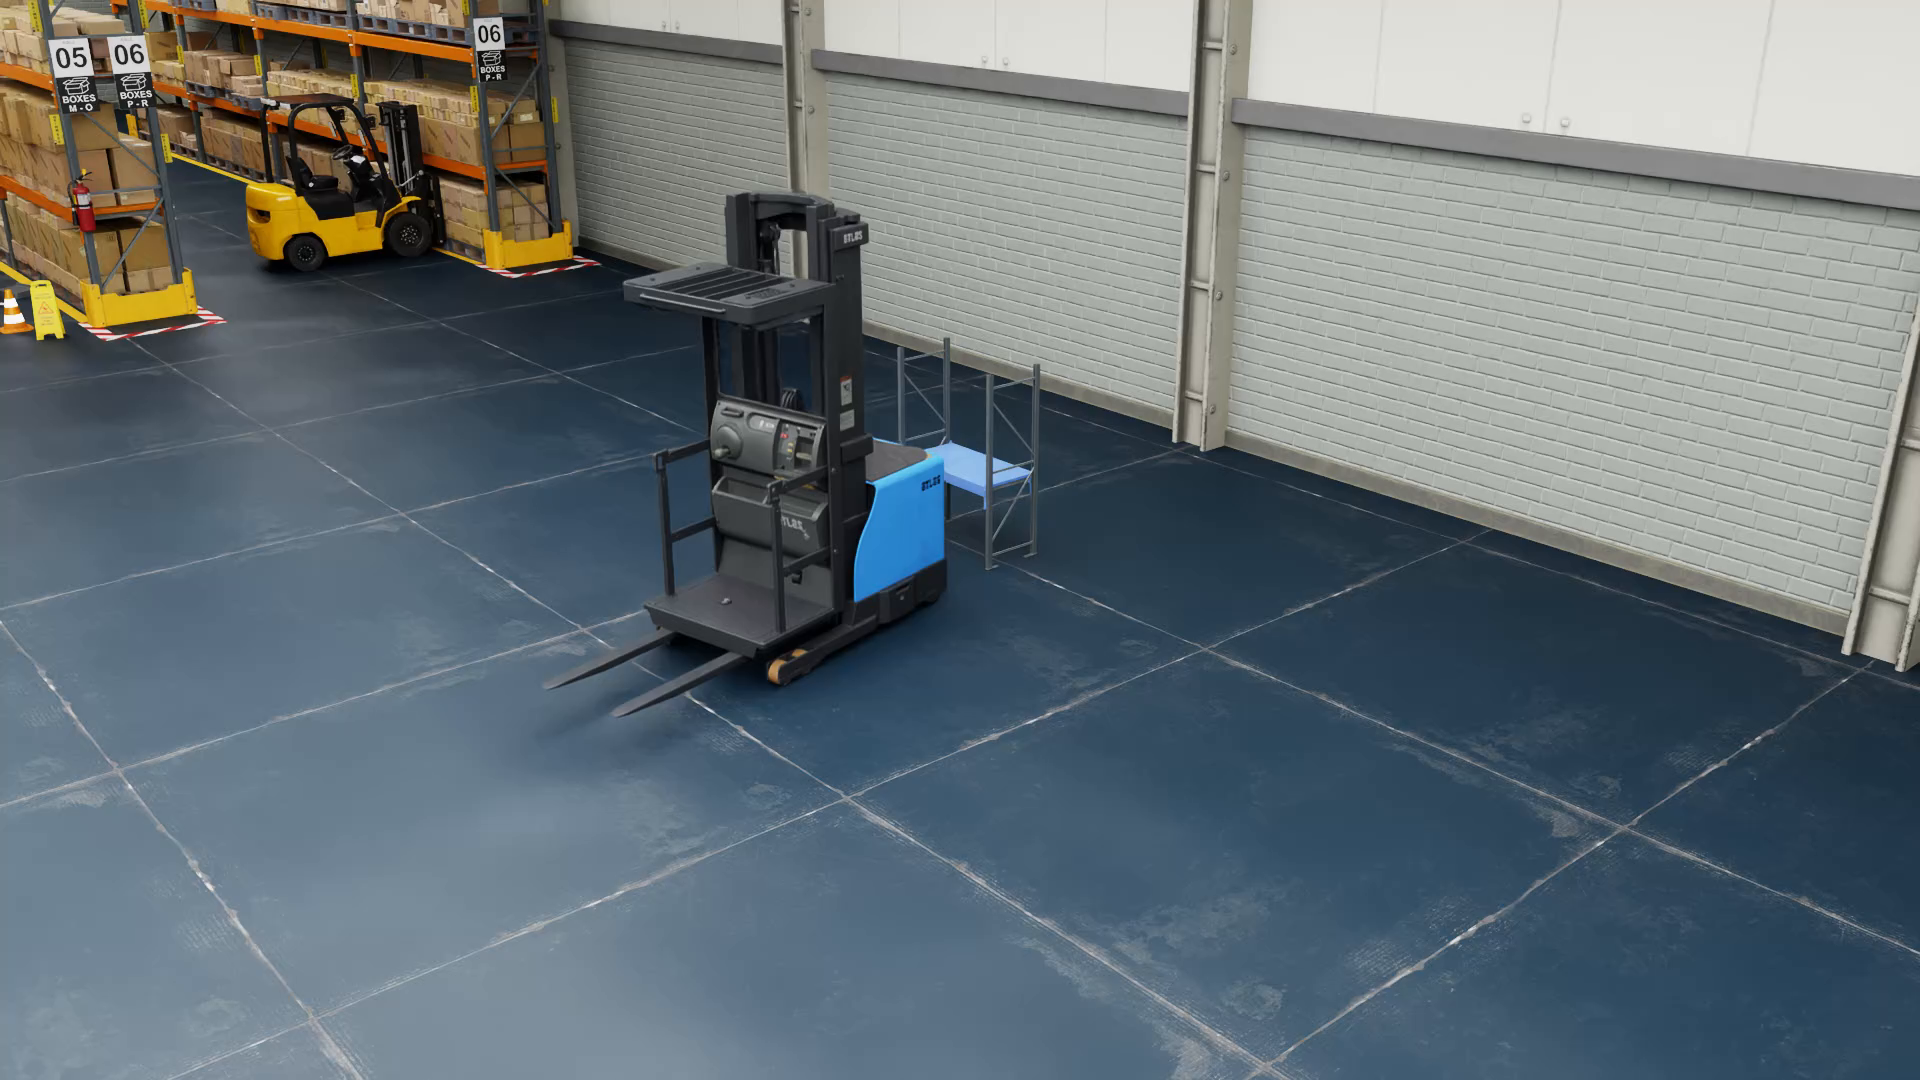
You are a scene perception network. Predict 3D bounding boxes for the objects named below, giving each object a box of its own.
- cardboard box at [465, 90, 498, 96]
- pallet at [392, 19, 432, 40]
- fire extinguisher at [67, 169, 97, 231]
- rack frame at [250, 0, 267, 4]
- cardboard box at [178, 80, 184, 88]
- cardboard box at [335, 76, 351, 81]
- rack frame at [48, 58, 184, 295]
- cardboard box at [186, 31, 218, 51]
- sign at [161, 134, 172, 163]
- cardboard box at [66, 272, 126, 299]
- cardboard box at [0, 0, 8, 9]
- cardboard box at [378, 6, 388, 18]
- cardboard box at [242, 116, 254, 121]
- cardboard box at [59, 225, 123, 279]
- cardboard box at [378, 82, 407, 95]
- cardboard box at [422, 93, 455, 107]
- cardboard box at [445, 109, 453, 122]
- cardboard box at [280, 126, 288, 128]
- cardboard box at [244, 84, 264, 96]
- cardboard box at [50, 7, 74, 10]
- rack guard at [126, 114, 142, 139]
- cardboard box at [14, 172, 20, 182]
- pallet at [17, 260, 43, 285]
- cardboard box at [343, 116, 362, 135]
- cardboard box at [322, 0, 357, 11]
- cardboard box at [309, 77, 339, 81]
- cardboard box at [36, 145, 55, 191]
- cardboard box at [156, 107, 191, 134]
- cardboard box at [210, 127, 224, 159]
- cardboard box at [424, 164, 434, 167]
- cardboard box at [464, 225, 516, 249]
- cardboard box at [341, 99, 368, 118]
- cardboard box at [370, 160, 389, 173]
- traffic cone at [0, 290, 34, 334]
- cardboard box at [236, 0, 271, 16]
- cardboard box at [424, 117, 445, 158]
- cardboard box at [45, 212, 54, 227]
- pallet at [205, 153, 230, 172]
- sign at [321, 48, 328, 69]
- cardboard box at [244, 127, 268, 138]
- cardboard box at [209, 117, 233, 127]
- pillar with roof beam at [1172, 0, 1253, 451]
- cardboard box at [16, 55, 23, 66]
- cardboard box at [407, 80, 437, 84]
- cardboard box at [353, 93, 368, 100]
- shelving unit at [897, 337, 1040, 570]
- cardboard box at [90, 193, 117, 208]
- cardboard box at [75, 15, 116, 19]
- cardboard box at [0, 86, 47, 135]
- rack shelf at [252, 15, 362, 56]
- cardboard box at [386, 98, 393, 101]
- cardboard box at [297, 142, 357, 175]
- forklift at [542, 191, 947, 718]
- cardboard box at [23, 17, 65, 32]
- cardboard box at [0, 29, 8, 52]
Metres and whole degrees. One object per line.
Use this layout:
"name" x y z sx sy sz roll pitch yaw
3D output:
"cardboard box" -6.692 -6.210 23.292 0.380 0.149 0.250 -18 28 -39
"pallet" -7.111 -7.089 22.978 1.003 0.211 1.213 -17 27 -37
"fire extinguisher" -9.901 -3.835 18.768 0.296 0.674 0.183 -17 27 -37
"rack frame" -11.091 -10.198 26.683 1.000 3.000 0.127 -17 27 -37
"cardboard box" -14.287 -8.488 30.886 0.380 0.149 0.250 -17 27 -36
"cardboard box" -9.708 -7.292 26.463 0.380 0.149 0.250 -16 27 -36
"rack frame" -9.627 -4.012 19.114 1.000 3.000 0.127 -17 27 -37
"cardboard box" -14.472 -9.403 31.647 0.500 0.500 0.500 -18 28 -39
"sign" -9.216 -4.544 19.286 0.100 0.325 0.005 -17 27 -37
"cardboard box" -10.374 -3.093 19.963 0.500 0.250 0.500 -18 27 -38
"cardboard box" -12.712 -7.002 21.580 0.500 0.250 0.500 -17 27 -36
"cardboard box" -7.915 -7.413 23.316 0.380 0.149 0.250 -16 27 -36
"cardboard box" -12.902 -7.674 30.427 0.380 0.149 0.250 -17 27 -37
"cardboard box" -10.347 -3.436 19.809 0.500 0.500 0.500 -17 27 -37
"cardboard box" -8.244 -6.582 24.241 0.380 0.149 0.250 -17 27 -37
"cardboard box" -7.171 -6.059 22.907 0.380 0.149 0.250 -17 27 -36
"cardboard box" -6.773 -5.793 22.636 0.380 0.149 0.250 -18 27 -38
"cardboard box" -11.678 -7.184 29.174 0.380 0.149 0.250 -19 28 -40
"cardboard box" -11.810 -7.574 27.976 0.380 0.149 0.250 -17 27 -36
"cardboard box" -11.267 -6.545 20.720 0.380 0.149 0.250 -16 27 -36
"rack guard" -16.263 -8.430 33.822 1.175 0.500 0.348 -17 27 -37
"cardboard box" -11.739 -4.637 21.053 0.380 0.149 0.250 -16 27 -36
"pallet" -11.772 -3.642 21.992 1.003 0.211 1.213 -17 27 -37
"cardboard box" -9.007 -6.307 25.179 0.500 0.250 0.500 -17 27 -36
"cardboard box" -9.137 -8.039 24.692 0.500 0.311 0.500 -19 28 -39
"cardboard box" -10.012 -7.192 26.208 0.380 0.149 0.250 -17 27 -37
"cardboard box" -10.513 -4.421 19.613 0.500 0.500 0.500 -17 27 -37
"cardboard box" -15.457 -8.210 32.684 0.700 0.500 0.500 -16 27 -35
"cardboard box" -13.201 -7.210 30.130 0.500 0.500 0.500 -18 28 -38
"cardboard box" -7.670 -5.454 24.620 0.500 0.250 0.500 -18 28 -38
"cardboard box" -6.415 -4.165 22.698 0.500 0.250 0.500 -17 27 -37
"cardboard box" -8.994 -6.538 25.083 0.500 0.250 0.500 -18 28 -39
"cardboard box" -8.402 -5.472 24.666 0.500 0.250 0.500 -18 28 -38
"traffic cone" -10.884 -2.643 19.096 0.336 0.463 0.334 -17 27 -37
"cardboard box" -11.610 -8.816 27.472 0.500 0.250 0.500 -19 28 -39
"cardboard box" -7.055 -5.602 23.036 0.500 0.500 0.500 -18 28 -38
"cardboard box" -10.799 -3.893 20.088 0.380 0.149 0.250 -17 27 -37
"pallet" -13.142 -6.996 30.556 1.003 0.211 1.213 -17 27 -37
"sign" -10.672 -8.077 27.906 0.100 0.325 0.005 -17 27 -37
"cardboard box" -12.246 -7.119 29.008 0.380 0.149 0.250 -18 28 -38
"cardboard box" -13.430 -7.623 30.297 0.380 0.149 0.250 -18 28 -39
"pillar with roof beam" -1.069 -4.055 10.997 9.100 9.000 0.400 -17 27 -37
"cardboard box" -10.886 -5.684 19.615 0.380 0.149 0.250 -18 28 -39
"cardboard box" -7.910 -6.691 24.521 0.380 0.149 0.250 -18 28 -39
"cardboard box" -8.871 -6.690 24.925 0.380 0.149 0.250 -16 27 -36
"shelving unit" 0.056 -0.675 12.650 0.538 1.500 1.048 -17 27 -37
"cardboard box" -10.033 -3.947 19.294 0.380 0.149 0.250 -16 27 -36
"cardboard box" -10.104 -6.046 19.447 0.380 0.149 0.250 -18 27 -38
"cardboard box" -11.490 -5.303 20.495 0.700 0.500 0.500 -18 28 -39
"rack shelf" -9.785 -7.914 25.950 1.077 0.370 4.000 -17 27 -37
"cardboard box" -8.005 -6.275 23.867 0.380 0.149 0.250 -17 27 -36
"cardboard box" -10.261 -6.141 27.229 0.875 0.625 0.625 -16 27 -36
"forklift" -1.375 -0.637 10.592 1.130 2.935 3.031 15 26 34
"cardboard box" -10.517 -5.915 19.111 0.380 0.149 0.250 -17 27 -37
"cardboard box" -11.166 -5.975 19.811 0.500 0.250 0.500 -17 27 -37
